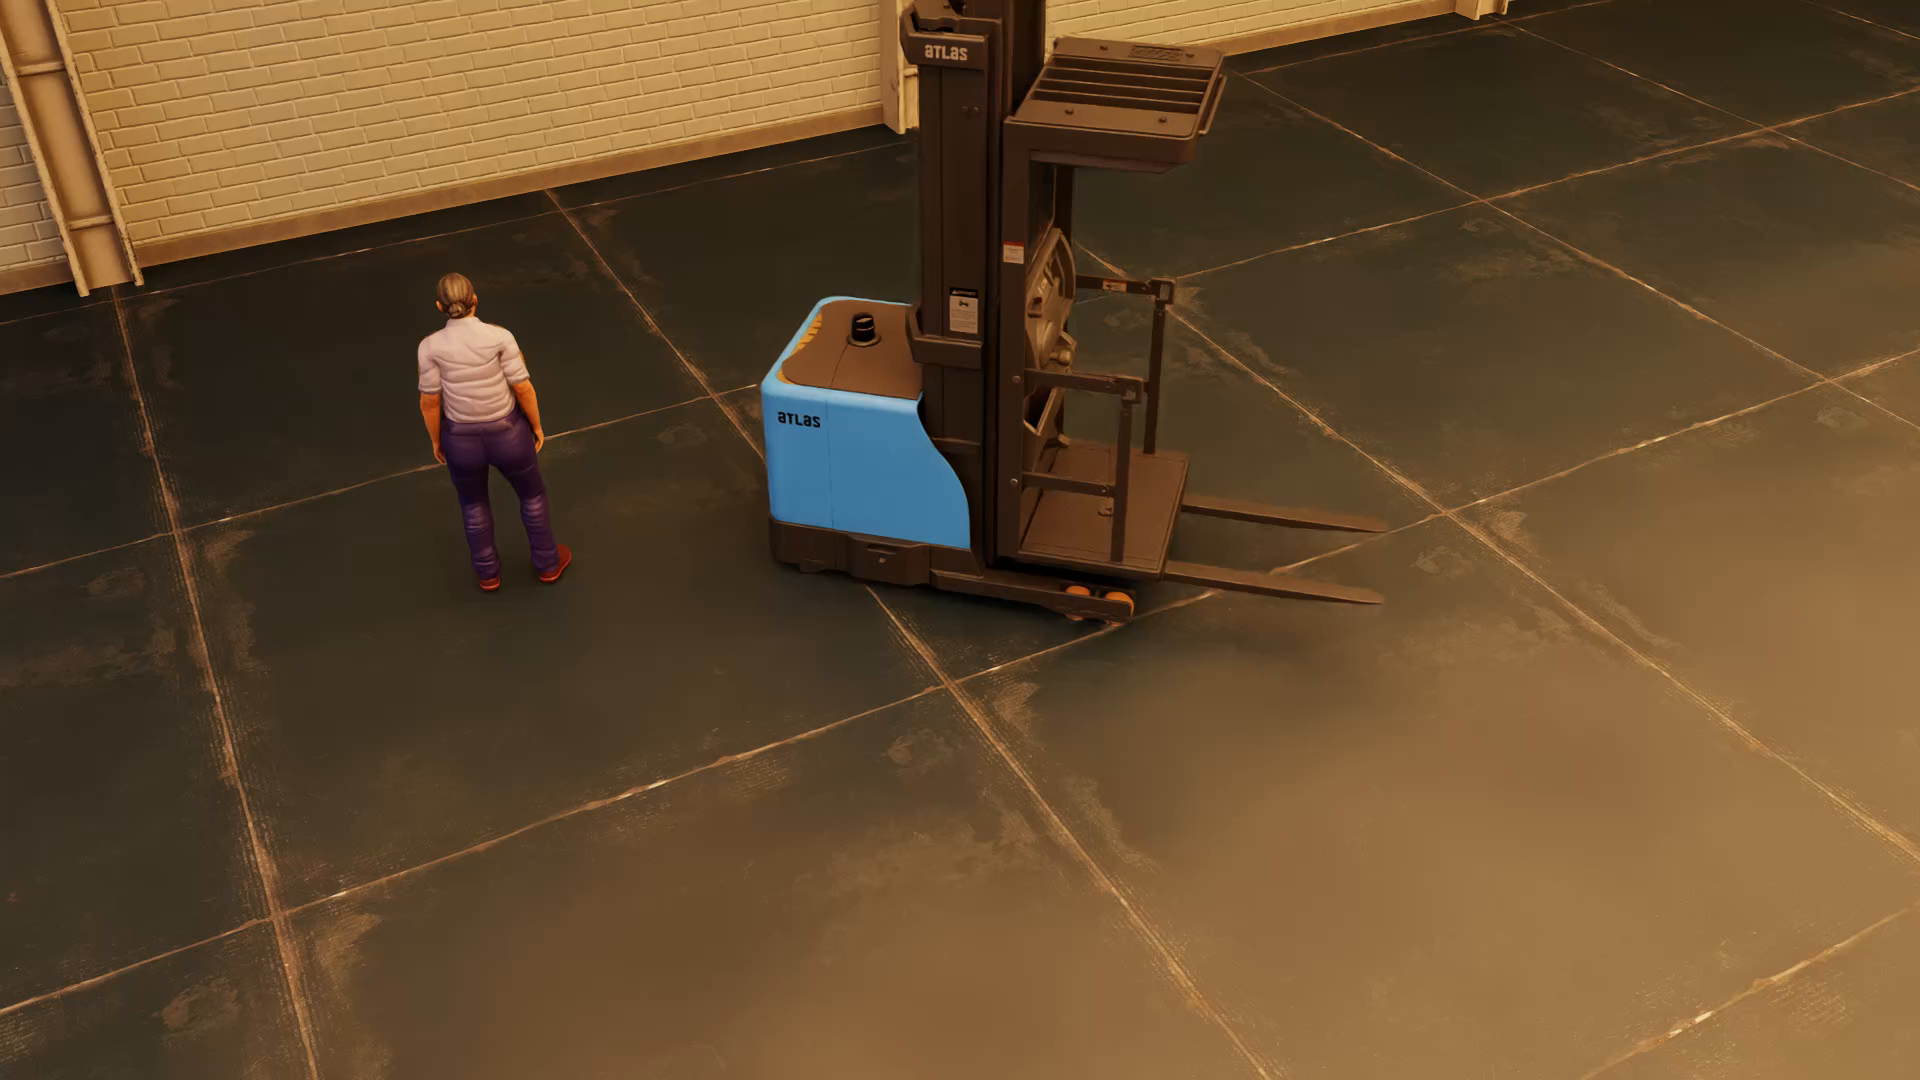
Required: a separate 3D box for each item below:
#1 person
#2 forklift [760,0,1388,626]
[{"bbox_3d":[-2.242,-0.490,7.928,0.555,1.650,0.369,-7,36,-10],"label":"person"},{"bbox_3d":[0.609,-1.119,7.706,3.031,2.935,1.130,8,36,12],"label":"forklift"}]
